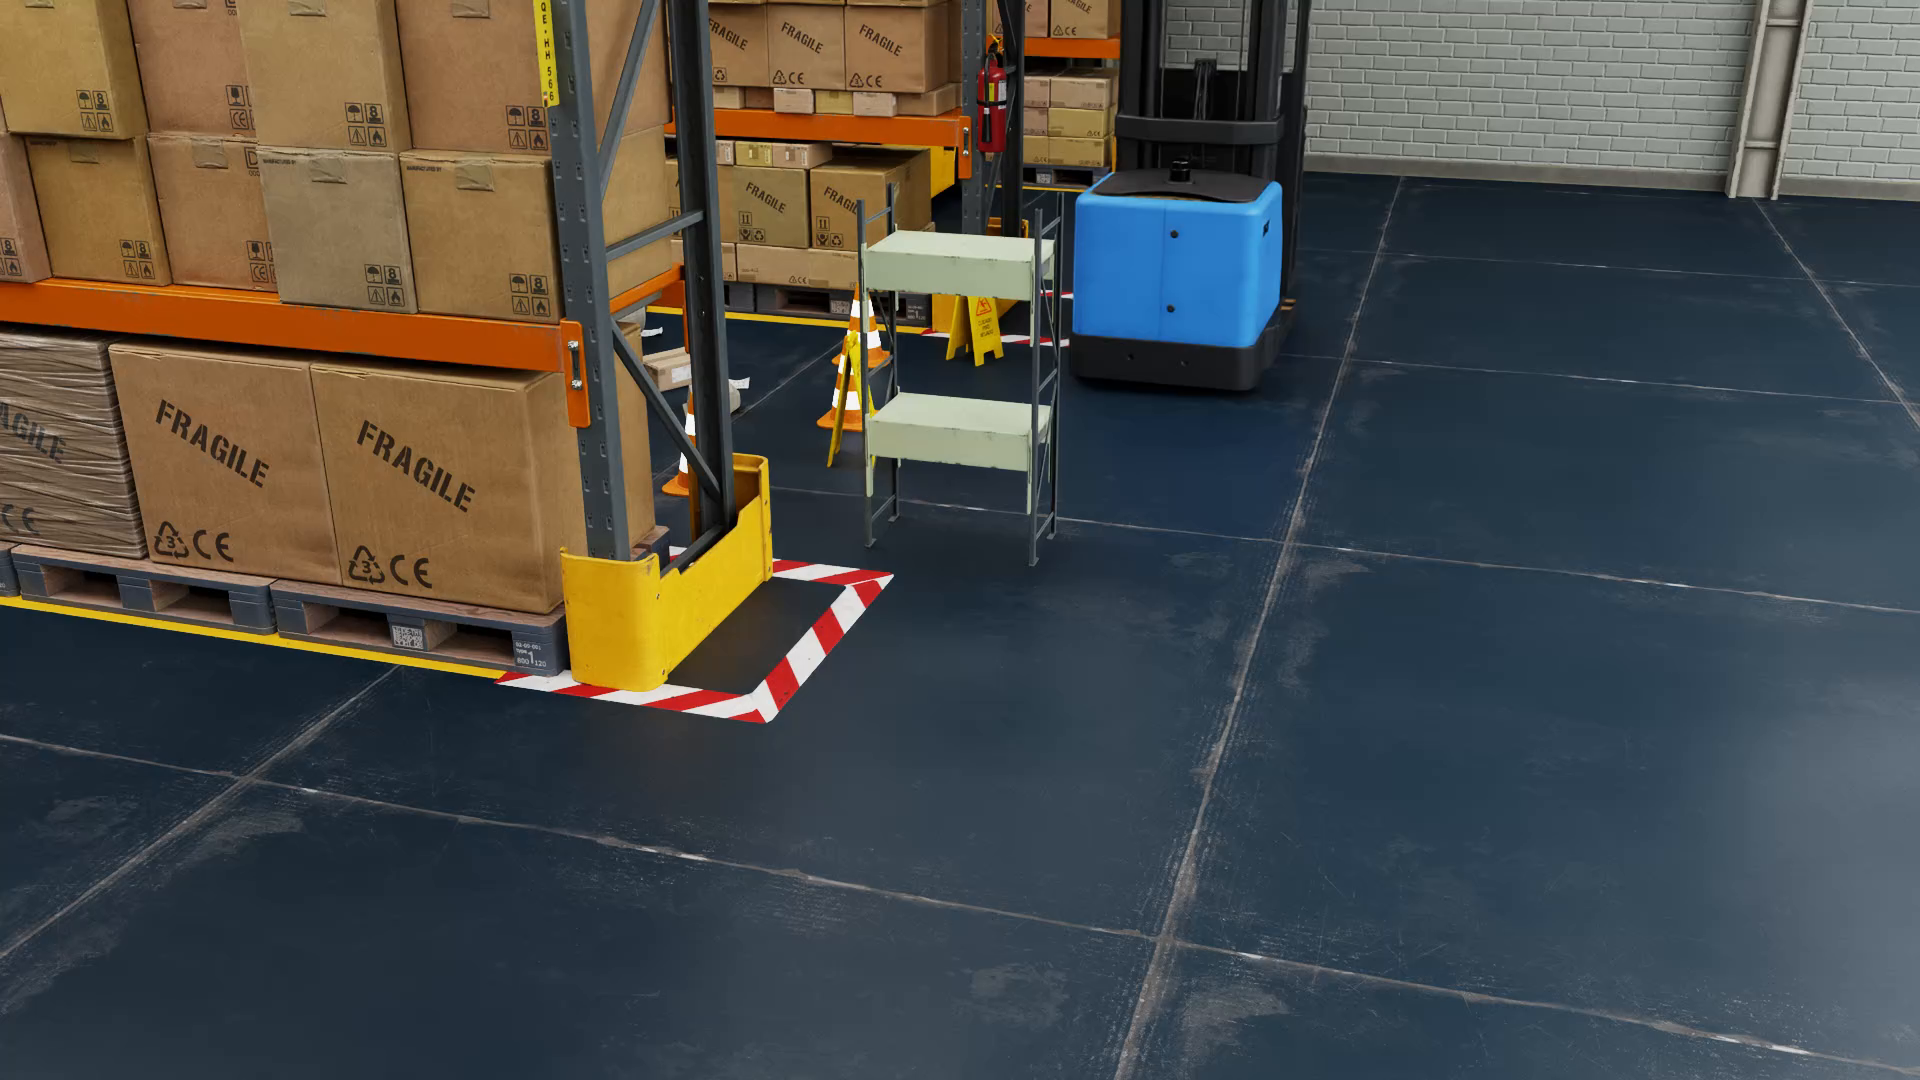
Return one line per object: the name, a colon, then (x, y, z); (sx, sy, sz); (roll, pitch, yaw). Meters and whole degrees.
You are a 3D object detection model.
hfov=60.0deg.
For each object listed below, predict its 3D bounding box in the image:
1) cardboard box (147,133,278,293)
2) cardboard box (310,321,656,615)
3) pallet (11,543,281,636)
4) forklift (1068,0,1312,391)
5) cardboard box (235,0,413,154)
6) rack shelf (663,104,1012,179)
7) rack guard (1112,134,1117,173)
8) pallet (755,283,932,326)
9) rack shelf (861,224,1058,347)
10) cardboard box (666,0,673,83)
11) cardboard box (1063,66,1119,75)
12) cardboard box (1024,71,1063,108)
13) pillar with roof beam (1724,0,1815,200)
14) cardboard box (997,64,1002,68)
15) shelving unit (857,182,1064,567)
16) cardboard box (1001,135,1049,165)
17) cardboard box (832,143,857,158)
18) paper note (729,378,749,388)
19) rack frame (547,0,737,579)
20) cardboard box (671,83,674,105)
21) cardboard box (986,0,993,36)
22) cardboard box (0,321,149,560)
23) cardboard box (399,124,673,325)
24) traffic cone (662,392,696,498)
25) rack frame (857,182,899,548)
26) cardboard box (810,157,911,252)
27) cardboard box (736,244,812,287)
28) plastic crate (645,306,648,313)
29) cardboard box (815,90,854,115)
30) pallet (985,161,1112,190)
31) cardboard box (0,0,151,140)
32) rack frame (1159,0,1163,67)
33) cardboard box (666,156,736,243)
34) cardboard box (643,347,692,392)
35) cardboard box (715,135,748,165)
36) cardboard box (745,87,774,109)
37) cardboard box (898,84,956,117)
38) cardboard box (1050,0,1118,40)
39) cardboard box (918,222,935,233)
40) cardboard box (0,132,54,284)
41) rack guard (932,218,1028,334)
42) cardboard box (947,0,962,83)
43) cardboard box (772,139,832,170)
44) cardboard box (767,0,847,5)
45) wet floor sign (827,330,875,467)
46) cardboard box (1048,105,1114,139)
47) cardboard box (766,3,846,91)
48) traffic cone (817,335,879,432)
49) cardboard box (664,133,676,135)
cardboard box: (-2.520, -1.325, 6.349); (0.550, 0.550, 0.875); (7, 23, 16)
cardboard box: (-1.787, -0.333, 6.376); (0.875, 0.875, 0.875); (7, 23, 16)
pallet: (-3.071, 0.025, 6.931); (1.213, 0.211, 1.003); (7, 23, 15)
forklift: (1.547, -2.700, 9.991); (1.130, 2.935, 3.031); (7, 23, 16)
cardboard box: (-2.016, -1.722, 5.895); (0.550, 0.550, 0.875); (7, 23, 16)
rack shelf: (-1.700, -2.768, 11.012); (4.000, 0.370, 1.077); (7, 23, 16)
rack guard: (1.668, -3.526, 15.207); (0.348, 0.500, 1.175); (7, 23, 16)
pallet: (-0.626, -1.701, 11.139); (1.213, 0.211, 1.003); (7, 23, 16)
rack shelf: (0.006, -1.054, 6.836); (0.720, 0.370, 0.431); (7, 23, 16)
cardboard box: (-1.820, -3.200, 10.594); (0.500, 0.500, 0.500); (7, 23, 16)
cardboard box: (1.239, -4.191, 15.287); (0.500, 0.250, 0.500); (6, 23, 15)
cardboard box: (0.623, -4.061, 14.969); (0.500, 0.250, 0.500); (7, 23, 16)
pillar with roof beam: (5.739, -5.643, 9.168); (0.400, 9.000, 9.100); (7, 23, 16)
cardboard box: (0.284, -4.303, 15.561); (0.500, 0.250, 0.500); (6, 23, 15)
shelving unit: (0.006, -0.693, 6.984); (0.755, 1.500, 0.431); (7, 23, 16)
cardboard box: (0.630, -3.602, 15.168); (0.500, 0.250, 0.500); (7, 23, 15)
cardboard box: (-1.003, -2.397, 11.243); (0.500, 0.500, 0.500); (6, 23, 14)
paper note: (-1.265, -0.888, 9.394); (0.142, 0.019, 0.148); (-1, 22, -3)
rack frame: (-1.119, -1.072, 5.930); (0.127, 3.000, 1.000); (7, 23, 16)
cardboard box: (-1.663, -2.903, 10.725); (0.250, 0.149, 0.380); (7, 23, 16)
cardboard box: (0.113, -4.806, 14.902); (0.500, 0.500, 0.500); (6, 23, 14)
cardboard box: (-3.502, -0.530, 6.855); (0.875, 0.875, 0.875); (7, 23, 16)
cardboard box: (-1.487, -1.165, 5.961); (0.550, 0.550, 0.875); (7, 23, 16)
traffic cone: (-1.217, -0.472, 7.811); (0.334, 0.463, 0.336); (7, 23, 16)
rack frame: (-0.344, -0.733, 7.081); (0.023, 1.500, 0.400); (7, 23, 16)
cardboard box: (-0.628, -2.143, 10.624); (0.500, 0.500, 0.500); (7, 23, 16)
cardboard box: (-1.131, -1.854, 10.907); (0.500, 0.250, 0.500); (7, 23, 16)
plastic crate: (-2.349, -1.499, 10.819); (0.583, 0.080, 0.402); (-1, 22, -3)
cardboard box: (-0.719, -2.752, 10.357); (0.250, 0.149, 0.380); (6, 23, 15)
pallet: (0.901, -3.464, 15.435); (1.213, 0.211, 1.003); (7, 23, 16)
cardboard box: (-3.058, -1.844, 6.192); (0.500, 0.550, 0.875); (7, 23, 16)
rack frame: (1.645, -4.685, 14.739); (0.127, 3.000, 1.000); (7, 23, 16)
cardboard box: (-1.610, -2.257, 10.902); (0.500, 0.500, 0.500); (6, 23, 14)
cardboard box: (-1.623, -0.972, 9.443); (0.380, 0.149, 0.250); (-20, 29, -39)
cardboard box: (-1.490, -2.518, 10.682); (0.250, 0.149, 0.380); (8, 23, 18)
cardboard box: (-1.179, -2.848, 10.591); (0.250, 0.149, 0.380); (7, 23, 16)
cardboard box: (-0.205, -2.728, 10.300); (0.250, 0.149, 0.380); (7, 23, 17)
cardboard box: (1.098, -4.690, 14.619); (0.500, 0.500, 0.500); (6, 23, 14)
cardboard box: (-0.478, -1.992, 11.244); (0.500, 0.250, 0.500); (6, 23, 15)
cardboard box: (-3.575, -1.389, 6.507); (0.550, 0.550, 0.875); (7, 23, 16)
rack guard: (0.142, -1.733, 10.836); (0.348, 0.500, 1.175); (7, 23, 16)
cardboard box: (-0.159, -3.218, 10.638); (0.500, 0.500, 0.500); (6, 23, 15)
cardboard box: (-0.999, -2.459, 10.540); (0.250, 0.149, 0.380); (7, 23, 17)
cardboard box: (-0.820, -3.563, 10.161); (0.500, 0.500, 0.700); (7, 23, 16)
wet floor sign: (-0.519, -0.699, 8.123); (0.232, 0.644, 0.267); (3, 22, 6)
cardboard box: (1.088, -3.778, 14.939); (0.500, 0.250, 0.500); (6, 23, 15)
cardboard box: (-0.863, -3.081, 10.305); (0.500, 0.500, 0.500); (7, 23, 16)
traffic cone: (-0.565, -0.845, 8.721); (0.334, 0.463, 0.336); (7, 23, 16)
cardboard box: (-2.687, -4.272, 16.308); (0.625, 0.625, 0.875); (8, 24, 18)
